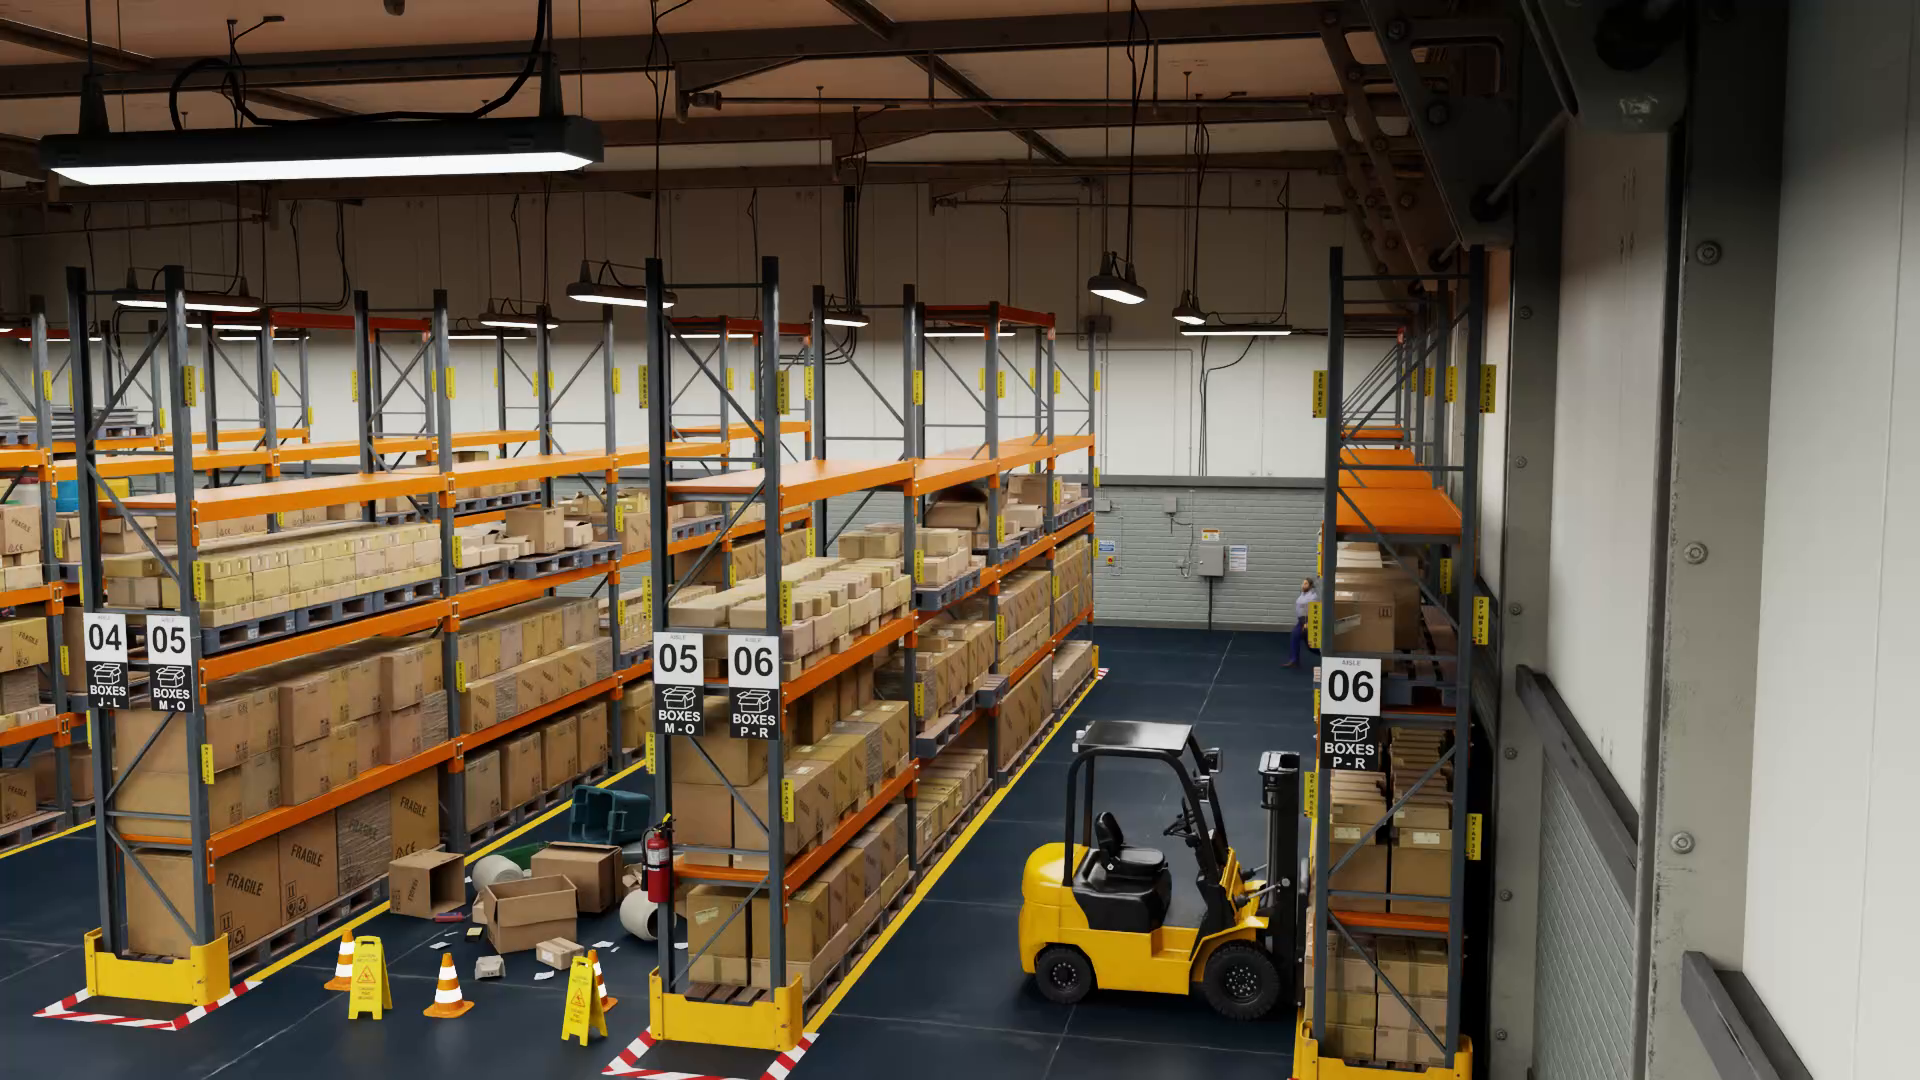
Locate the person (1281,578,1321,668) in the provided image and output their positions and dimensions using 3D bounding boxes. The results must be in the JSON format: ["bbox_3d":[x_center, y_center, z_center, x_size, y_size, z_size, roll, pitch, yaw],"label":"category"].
[{"bbox_3d":[6.067,1.443,28.850,0.952,1.591,0.560,1,6,11],"label":"person"}]
